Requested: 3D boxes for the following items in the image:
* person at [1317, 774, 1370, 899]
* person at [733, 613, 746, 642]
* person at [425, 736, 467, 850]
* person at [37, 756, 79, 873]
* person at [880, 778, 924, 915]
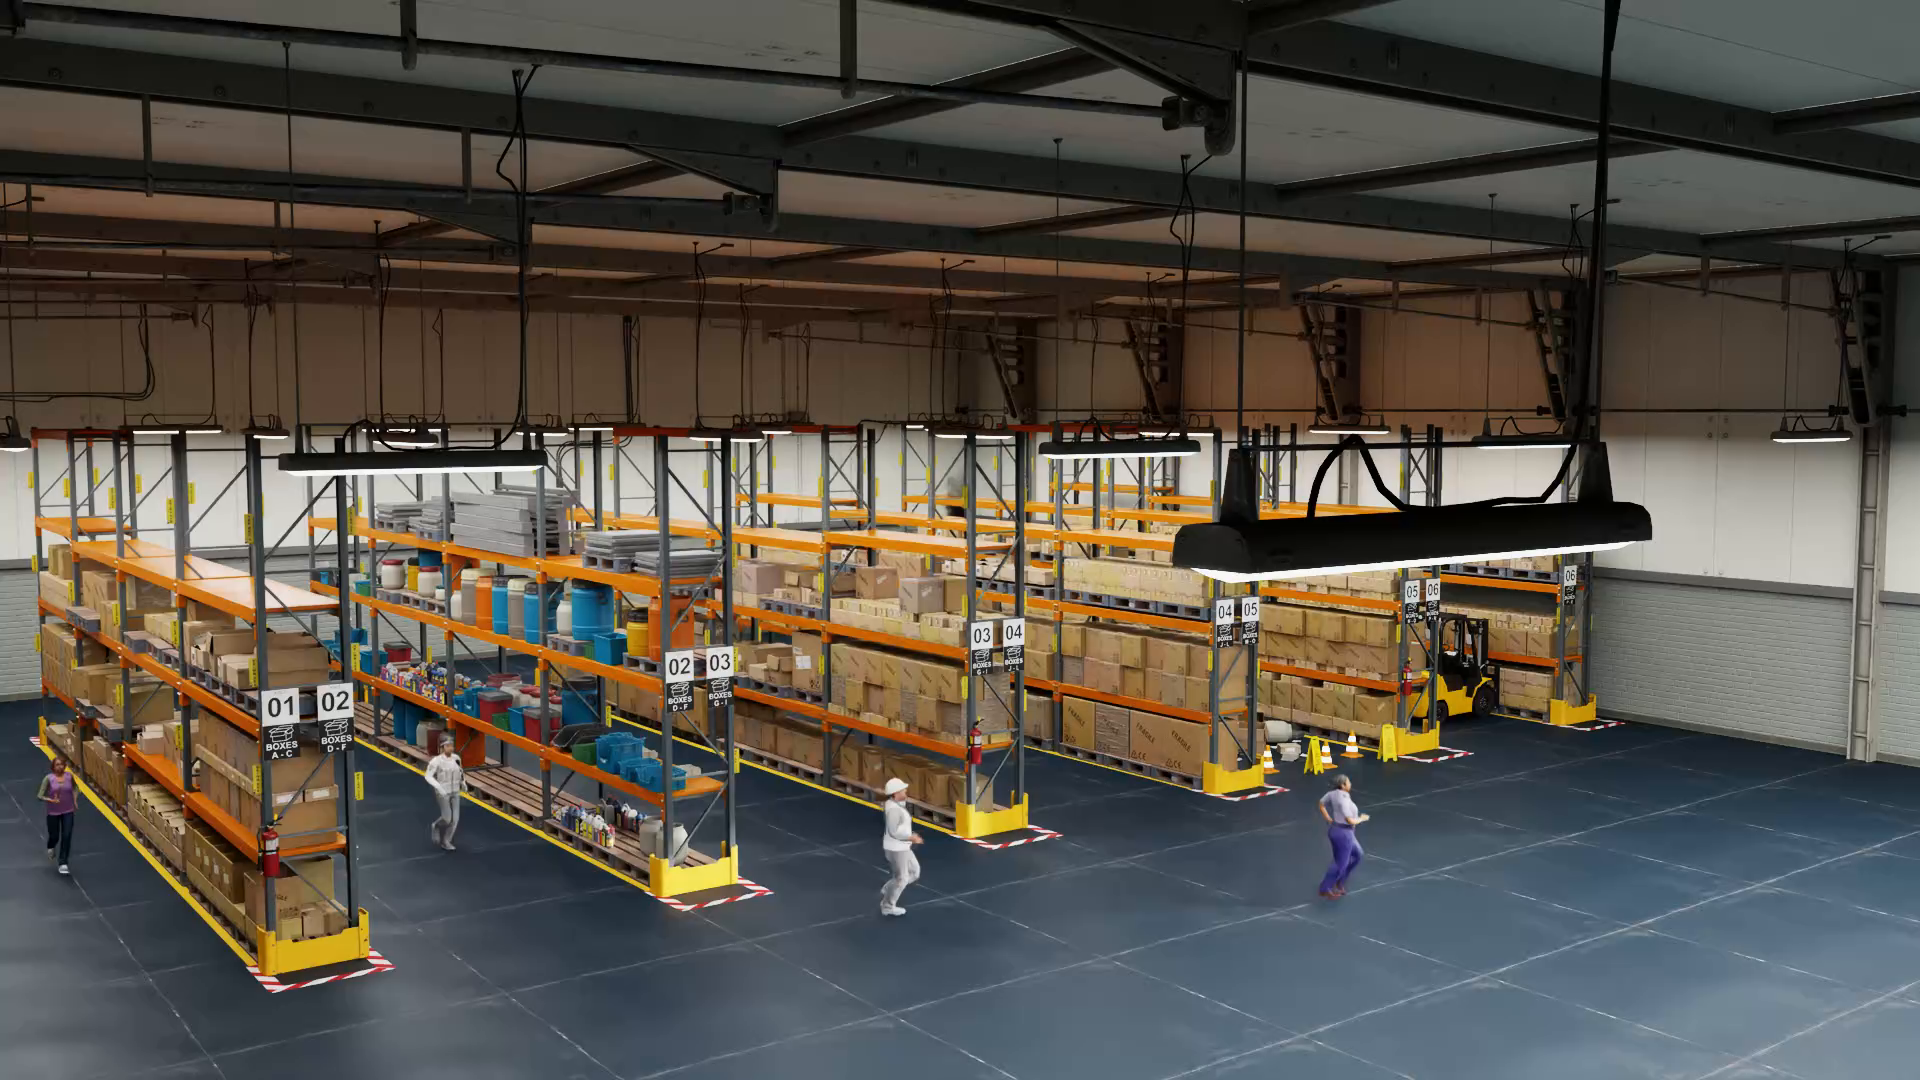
[{"bbox_3d":[4.947,3.830,21.468,0.672,1.651,0.580,0,4,-1],"label":"person"},{"bbox_3d":[-5.515,2.164,41.692,0.647,1.653,0.713,-2,5,-23],"label":"person"},{"bbox_3d":[-7.373,3.625,23.918,0.539,1.650,0.598,4,6,43],"label":"person"},{"bbox_3d":[-12.361,3.741,22.832,0.537,1.565,0.753,-4,6,-40],"label":"person"},{"bbox_3d":[-0.723,3.825,20.784,0.562,1.727,0.636,0,4,1],"label":"person"}]
